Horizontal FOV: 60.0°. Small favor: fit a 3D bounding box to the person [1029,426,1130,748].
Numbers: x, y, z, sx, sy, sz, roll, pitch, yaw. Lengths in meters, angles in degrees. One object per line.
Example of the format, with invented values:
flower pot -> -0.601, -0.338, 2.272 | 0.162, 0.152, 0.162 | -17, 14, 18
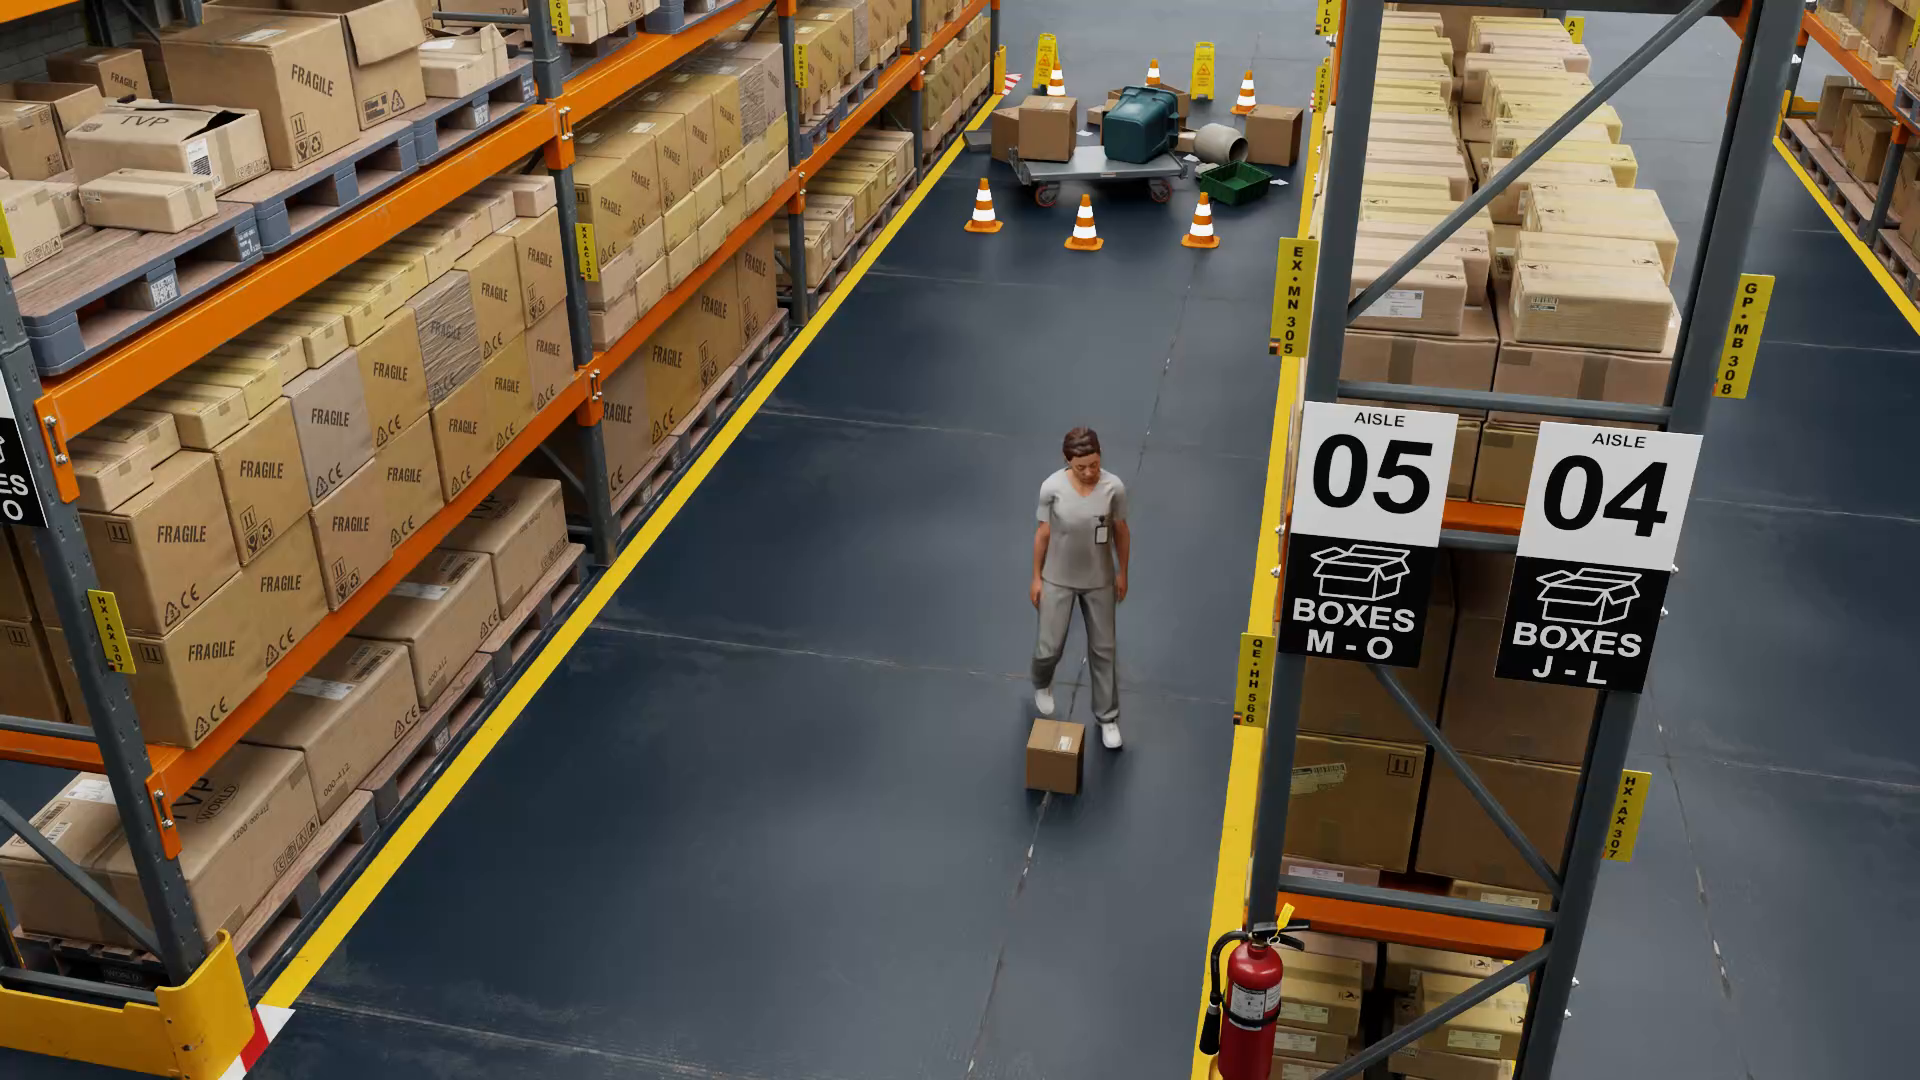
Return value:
person -> 0.591, 0.207, 8.215 | 0.494, 1.685, 0.534 | -1, 29, -3
